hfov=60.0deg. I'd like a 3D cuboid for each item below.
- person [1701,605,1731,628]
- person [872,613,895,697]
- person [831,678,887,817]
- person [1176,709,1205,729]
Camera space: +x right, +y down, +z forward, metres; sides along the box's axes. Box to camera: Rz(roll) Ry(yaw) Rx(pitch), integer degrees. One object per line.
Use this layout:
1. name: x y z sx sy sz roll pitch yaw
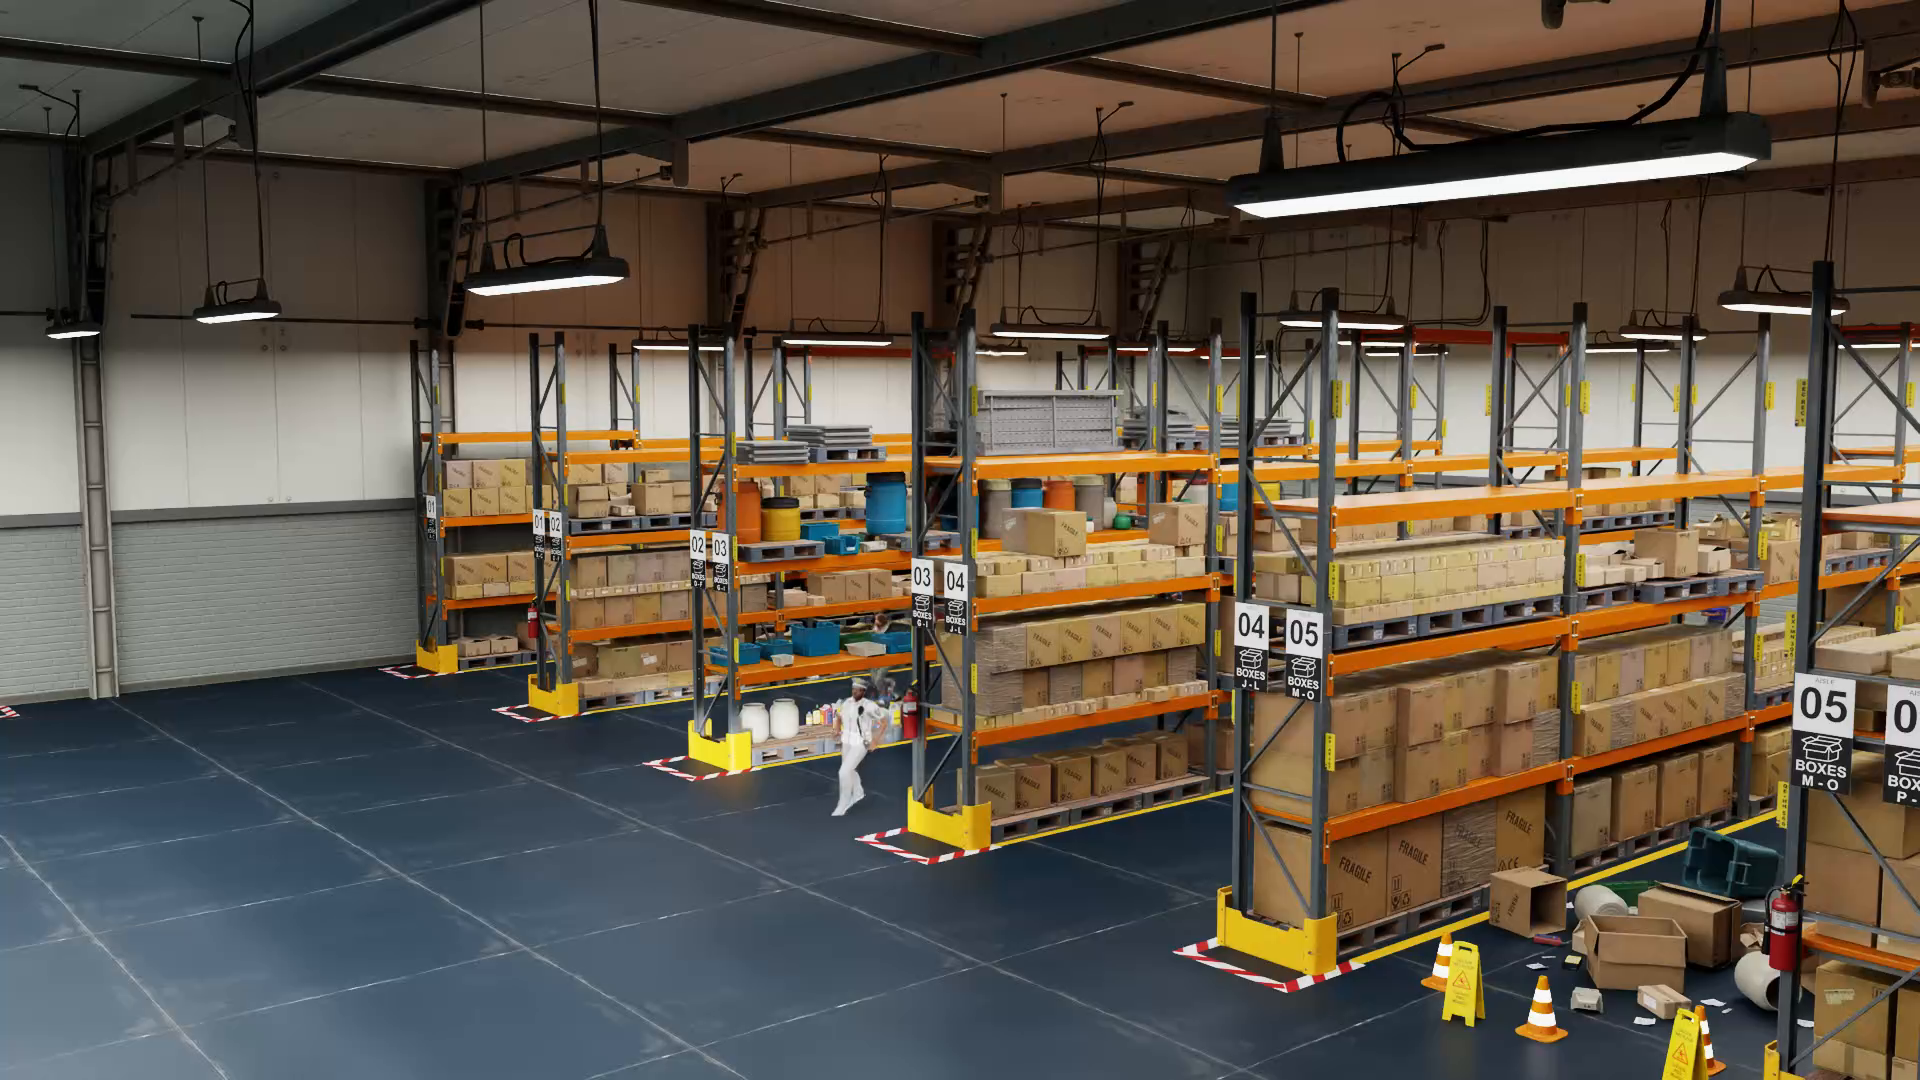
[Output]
1. person: 13.559 1.592 29.848 0.599 1.682 0.829 0 5 5
2. person: -1.195 1.926 26.733 0.522 1.554 0.598 4 7 39
3. person: -1.243 2.491 20.106 0.661 1.719 0.679 4 7 39
4. person: 3.589 1.941 25.254 0.676 1.851 0.860 4 7 38
